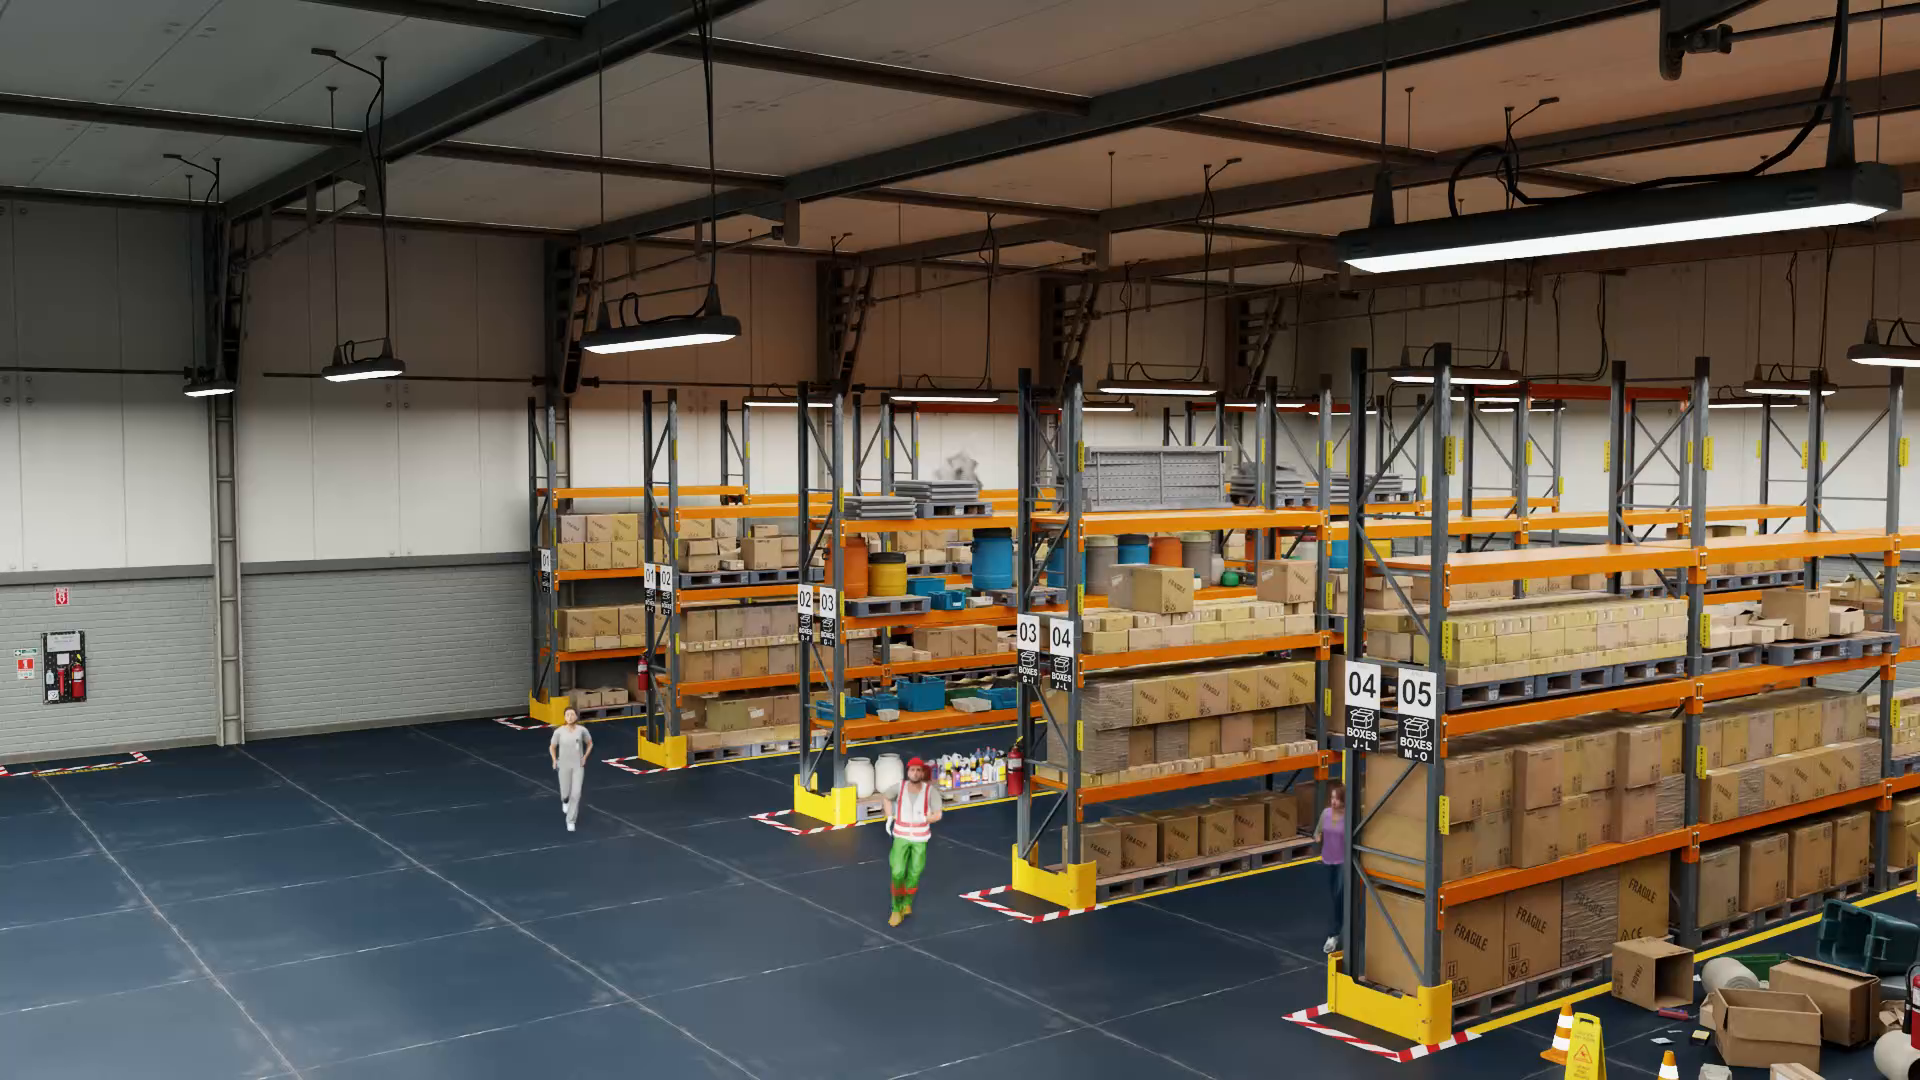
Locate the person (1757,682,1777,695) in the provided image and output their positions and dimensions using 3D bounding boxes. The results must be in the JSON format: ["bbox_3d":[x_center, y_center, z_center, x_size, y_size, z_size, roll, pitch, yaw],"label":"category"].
[{"bbox_3d":[11.911,2.844,24.528,0.915,1.697,0.567,-3,4,-37],"label":"person"}]

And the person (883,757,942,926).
[{"bbox_3d":[-0.509,3.243,17.890,0.640,1.829,0.633,0,3,-2],"label":"person"}]

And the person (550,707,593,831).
[{"bbox_3d":[-5.213,3.043,22.328,0.572,1.631,0.636,-1,3,-13],"label":"person"}]

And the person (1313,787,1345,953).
[{"bbox_3d":[3.896,3.336,17.094,0.531,1.621,0.805,3,4,41],"label":"person"}]
